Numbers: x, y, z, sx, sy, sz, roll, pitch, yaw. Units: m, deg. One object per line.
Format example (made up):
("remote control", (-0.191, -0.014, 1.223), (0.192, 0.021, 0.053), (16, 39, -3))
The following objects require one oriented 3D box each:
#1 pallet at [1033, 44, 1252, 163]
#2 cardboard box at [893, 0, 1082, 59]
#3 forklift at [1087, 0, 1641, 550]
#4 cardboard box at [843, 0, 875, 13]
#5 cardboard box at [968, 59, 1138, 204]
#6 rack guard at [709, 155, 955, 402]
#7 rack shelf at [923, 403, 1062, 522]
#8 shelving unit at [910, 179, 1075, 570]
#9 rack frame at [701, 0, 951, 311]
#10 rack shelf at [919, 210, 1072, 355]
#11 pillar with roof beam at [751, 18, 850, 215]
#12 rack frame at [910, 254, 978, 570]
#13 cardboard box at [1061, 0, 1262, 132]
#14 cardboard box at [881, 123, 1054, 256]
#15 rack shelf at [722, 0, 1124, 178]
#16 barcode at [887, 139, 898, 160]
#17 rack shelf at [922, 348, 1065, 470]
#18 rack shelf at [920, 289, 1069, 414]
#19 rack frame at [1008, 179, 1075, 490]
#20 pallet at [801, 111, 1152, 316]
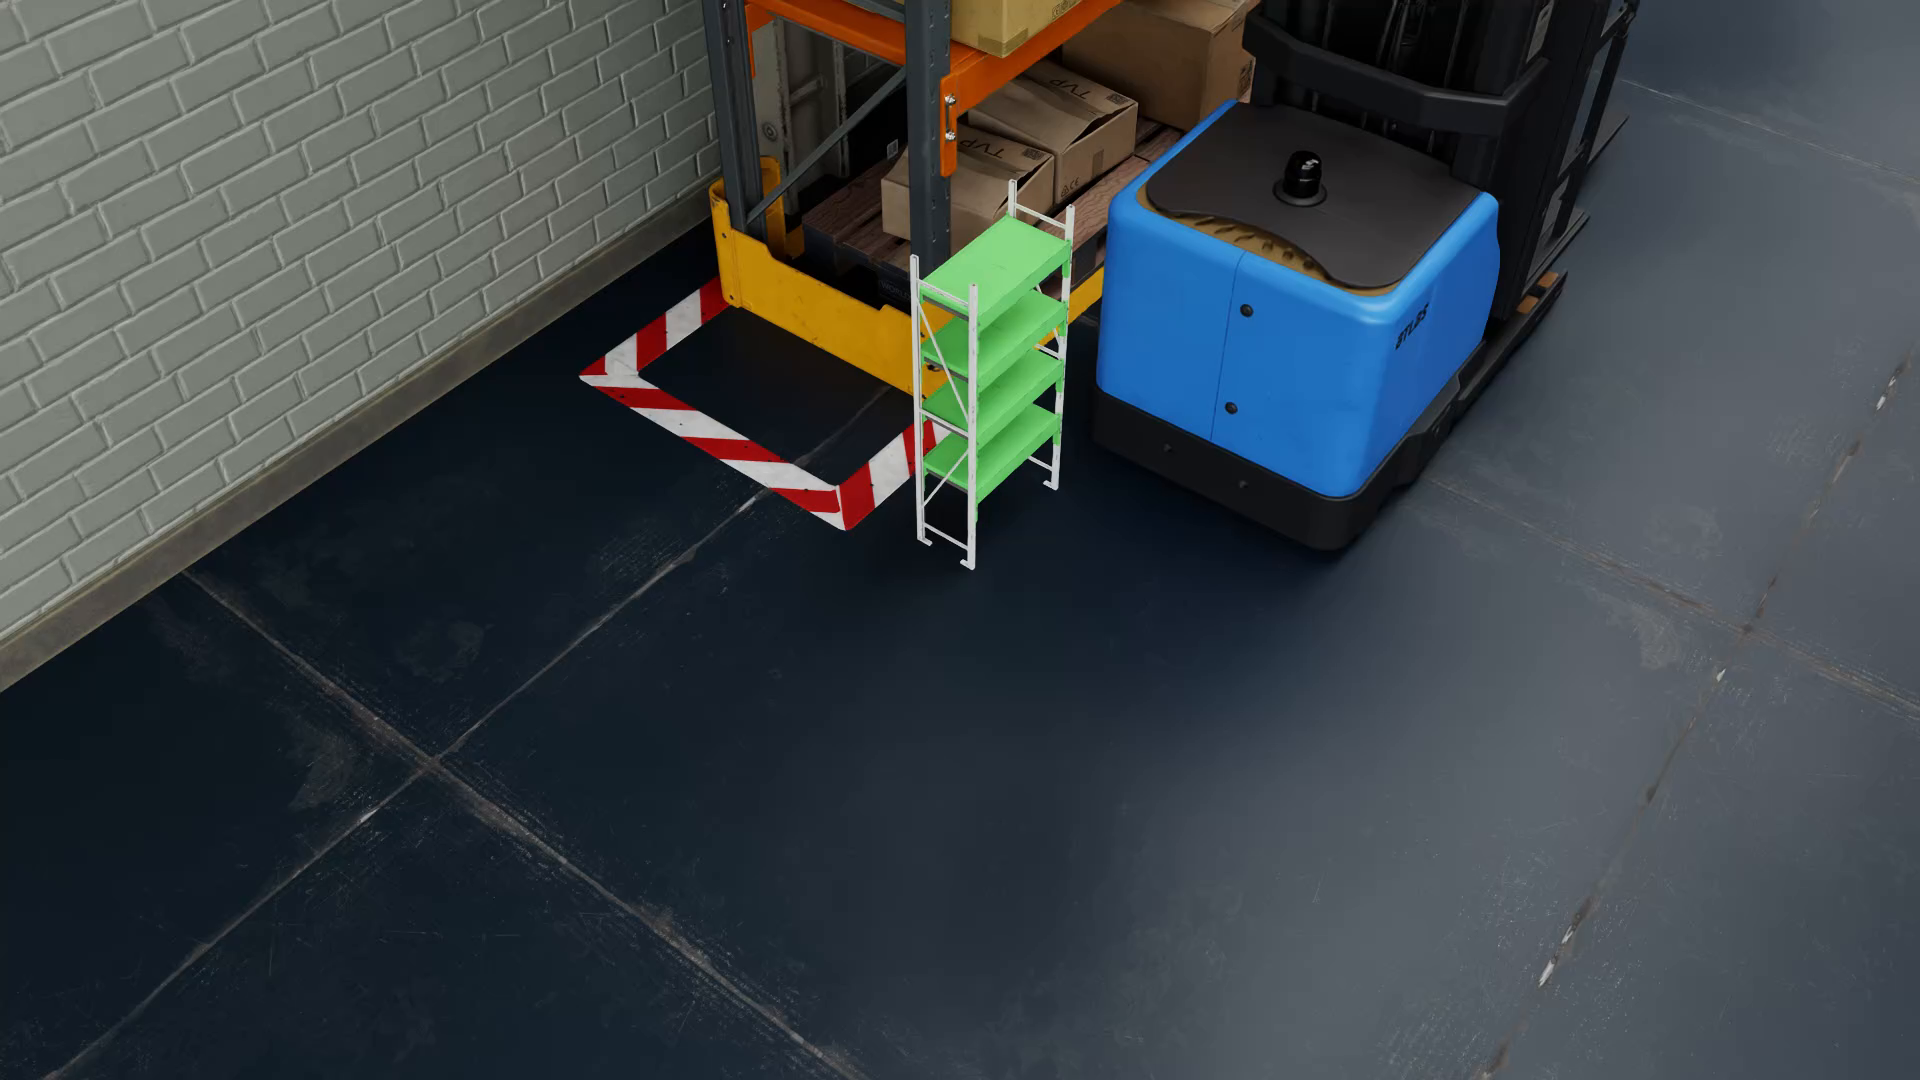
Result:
("pallet", (0.856, -2.038, 7.551), (1.003, 0.211, 1.213), (29, 53, 25))
("cardboard box", (0.088, -1.907, 5.587), (0.500, 0.250, 0.500), (28, 52, 24))
("forklift", (1.743, -2.001, 5.634), (1.130, 2.935, 3.031), (28, 52, 24))
("cardboard box", (-0.329, -2.121, 5.792), (0.500, 0.250, 0.500), (30, 53, 25))
("cardboard box", (0.381, -1.719, 6.873), (0.500, 0.311, 0.500), (34, 55, 28))
("rack guard", (-0.415, -0.993, 6.353), (1.175, 0.500, 0.348), (29, 53, 25))
("rack shelf", (0.101, -0.299, 5.626), (0.258, 0.148, 0.480), (29, 53, 25))
("shelving unit", (0.101, -0.509, 5.407), (0.258, 1.200, 0.503), (29, 53, 25))
("rack frame", (-0.462, -1.813, 5.408), (1.000, 3.000, 0.127), (29, 53, 25))
("rack shelf", (0.101, -0.797, 5.106), (0.258, 0.148, 0.480), (29, 53, 25))
("pillar with roof beam", (2.689, -2.765, 2.168), (9.100, 9.000, 0.400), (29, 53, 25))
("rack frame", (-0.048, -0.370, 5.273), (0.240, 1.200, 0.015), (29, 53, 25))
("cardboard box", (0.869, -2.182, 7.184), (0.700, 0.500, 0.500), (26, 52, 23))
("cardboard box", (0.033, -1.392, 6.561), (0.500, 0.311, 0.500), (24, 51, 21))
("rack shelf", (0.761, -2.709, 6.761), (1.077, 0.370, 4.000), (29, 53, 25))
("barcode", (-0.273, -1.583, 6.737), (0.001, 0.075, 0.075), (29, 53, 25))
("rack shelf", (0.101, -0.465, 5.453), (0.258, 0.148, 0.480), (29, 53, 25))
("rack shelf", (0.101, -0.631, 5.279), (0.258, 0.148, 0.480), (29, 53, 25))
("rack frame", (0.250, -0.649, 5.540), (0.240, 1.200, 0.015), (29, 53, 25))
("pallet", (0.110, -1.343, 6.887), (1.003, 0.211, 1.213), (29, 53, 25))
